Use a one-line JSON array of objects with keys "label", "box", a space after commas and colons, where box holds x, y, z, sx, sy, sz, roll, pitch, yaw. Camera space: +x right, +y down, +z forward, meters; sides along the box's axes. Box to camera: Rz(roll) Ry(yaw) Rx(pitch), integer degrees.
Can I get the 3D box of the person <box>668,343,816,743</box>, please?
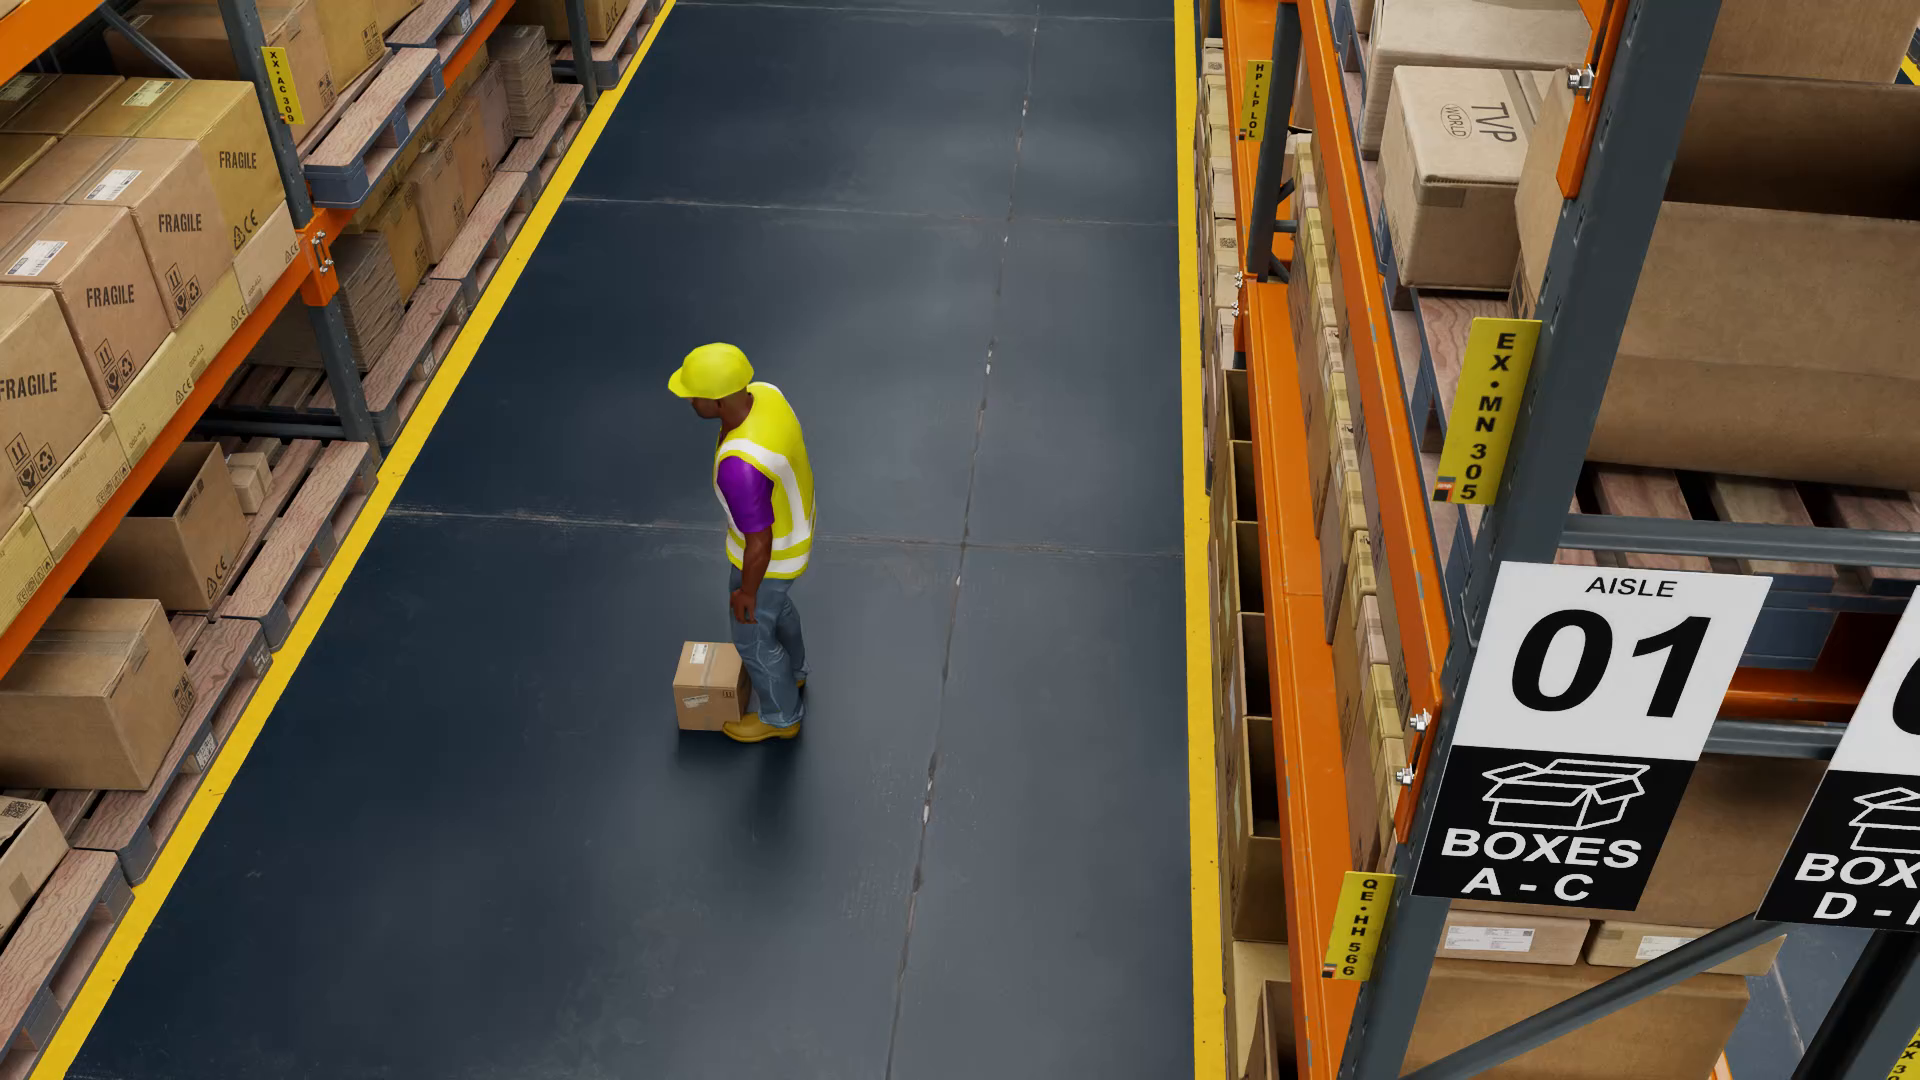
[{"label": "person", "box": [-0.757, 0.013, 6.130, 0.463, 1.755, 0.625, 2, 40, 2]}]
